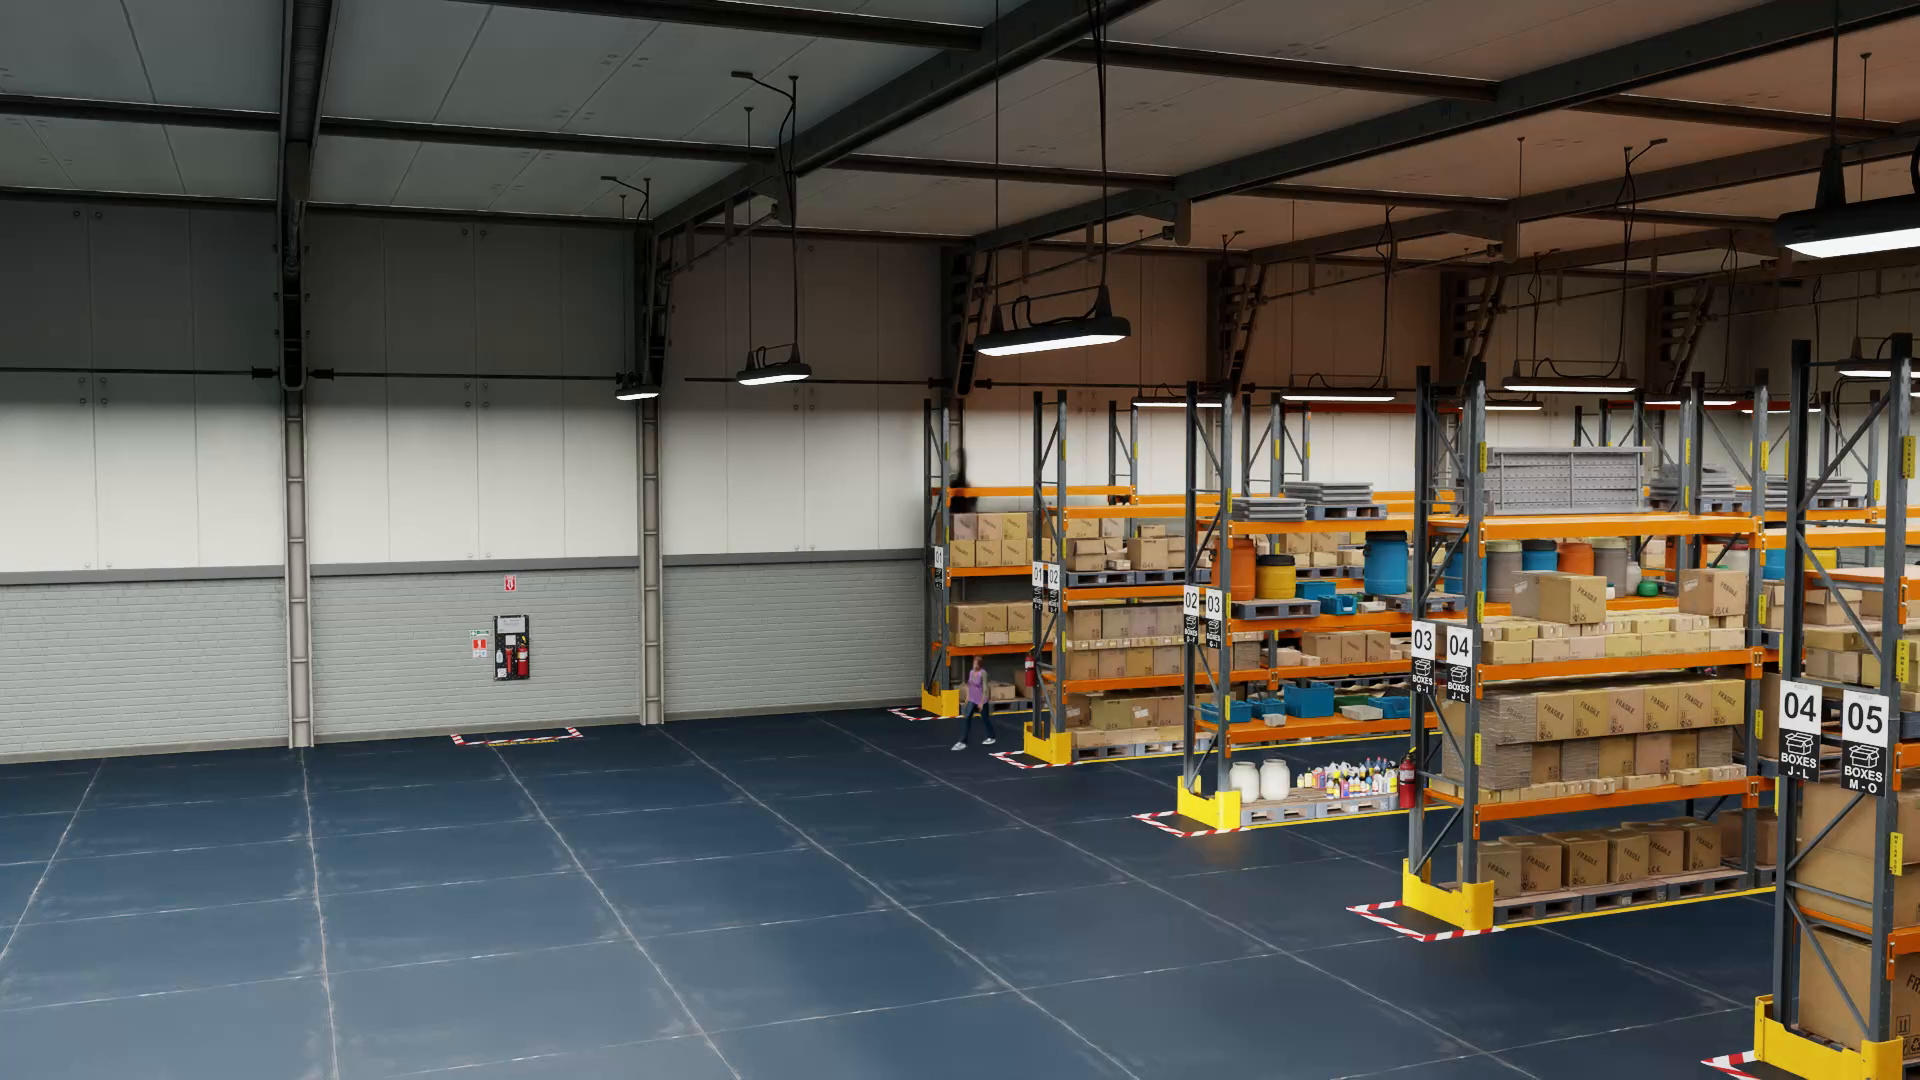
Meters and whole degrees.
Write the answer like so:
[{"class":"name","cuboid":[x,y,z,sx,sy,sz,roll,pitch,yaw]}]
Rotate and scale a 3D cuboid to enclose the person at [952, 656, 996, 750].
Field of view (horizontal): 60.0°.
[{"class":"person","cuboid":[0.283,2.731,28.067,0.476,1.555,0.900,3,4,37]}]
